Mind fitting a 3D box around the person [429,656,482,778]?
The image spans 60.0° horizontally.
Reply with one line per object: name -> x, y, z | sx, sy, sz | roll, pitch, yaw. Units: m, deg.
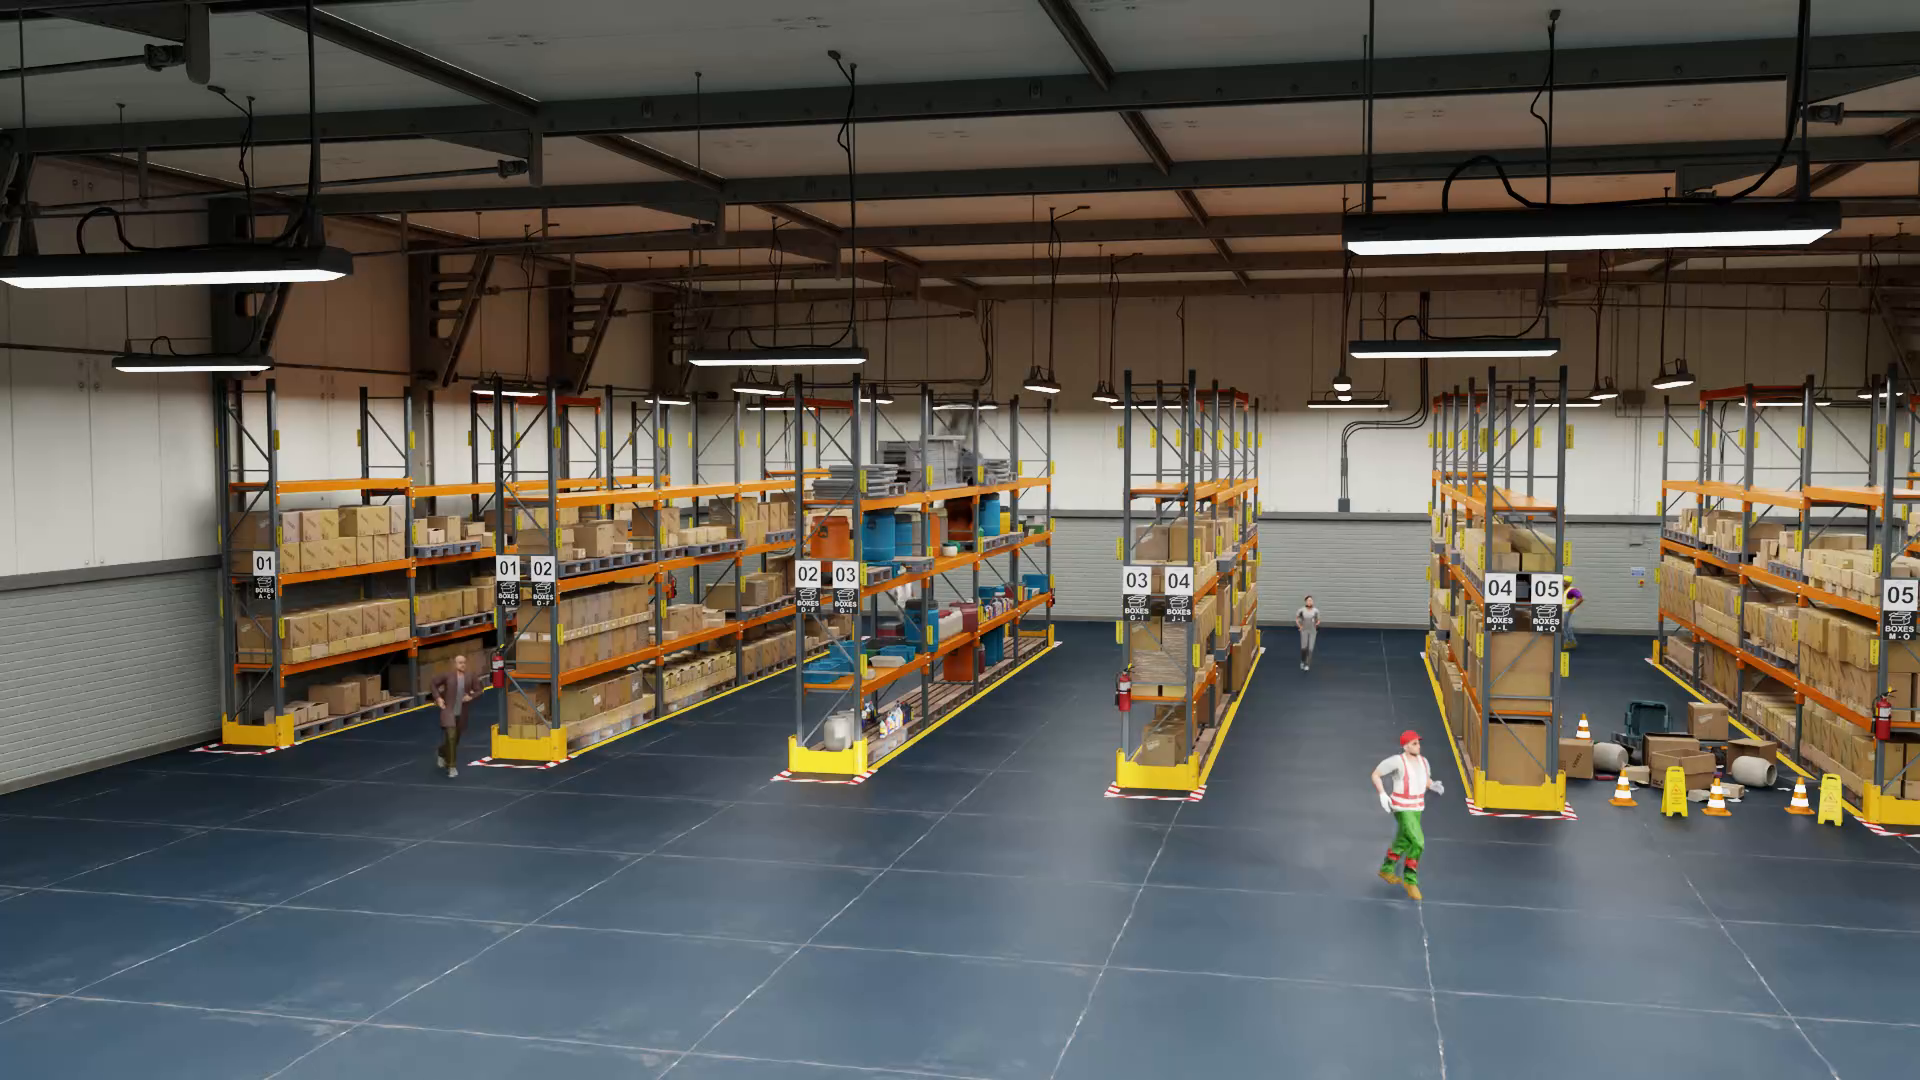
person -> -7.600, 2.629, 25.132 | 0.739, 1.776, 0.978 | -2, 4, -35

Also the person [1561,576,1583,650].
person -> 14.446, 1.745, 39.736 | 0.693, 1.794, 0.678 | 0, 3, -2

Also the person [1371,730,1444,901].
person -> 4.954, 3.007, 18.375 | 0.637, 1.835, 0.796 | -3, 4, -37

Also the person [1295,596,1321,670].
person -> 7.529, 2.017, 35.945 | 0.537, 1.627, 0.588 | 0, 3, 4

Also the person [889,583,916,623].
person -> -1.424, 1.672, 41.226 | 0.729, 1.743, 0.832 | -2, 4, -25
